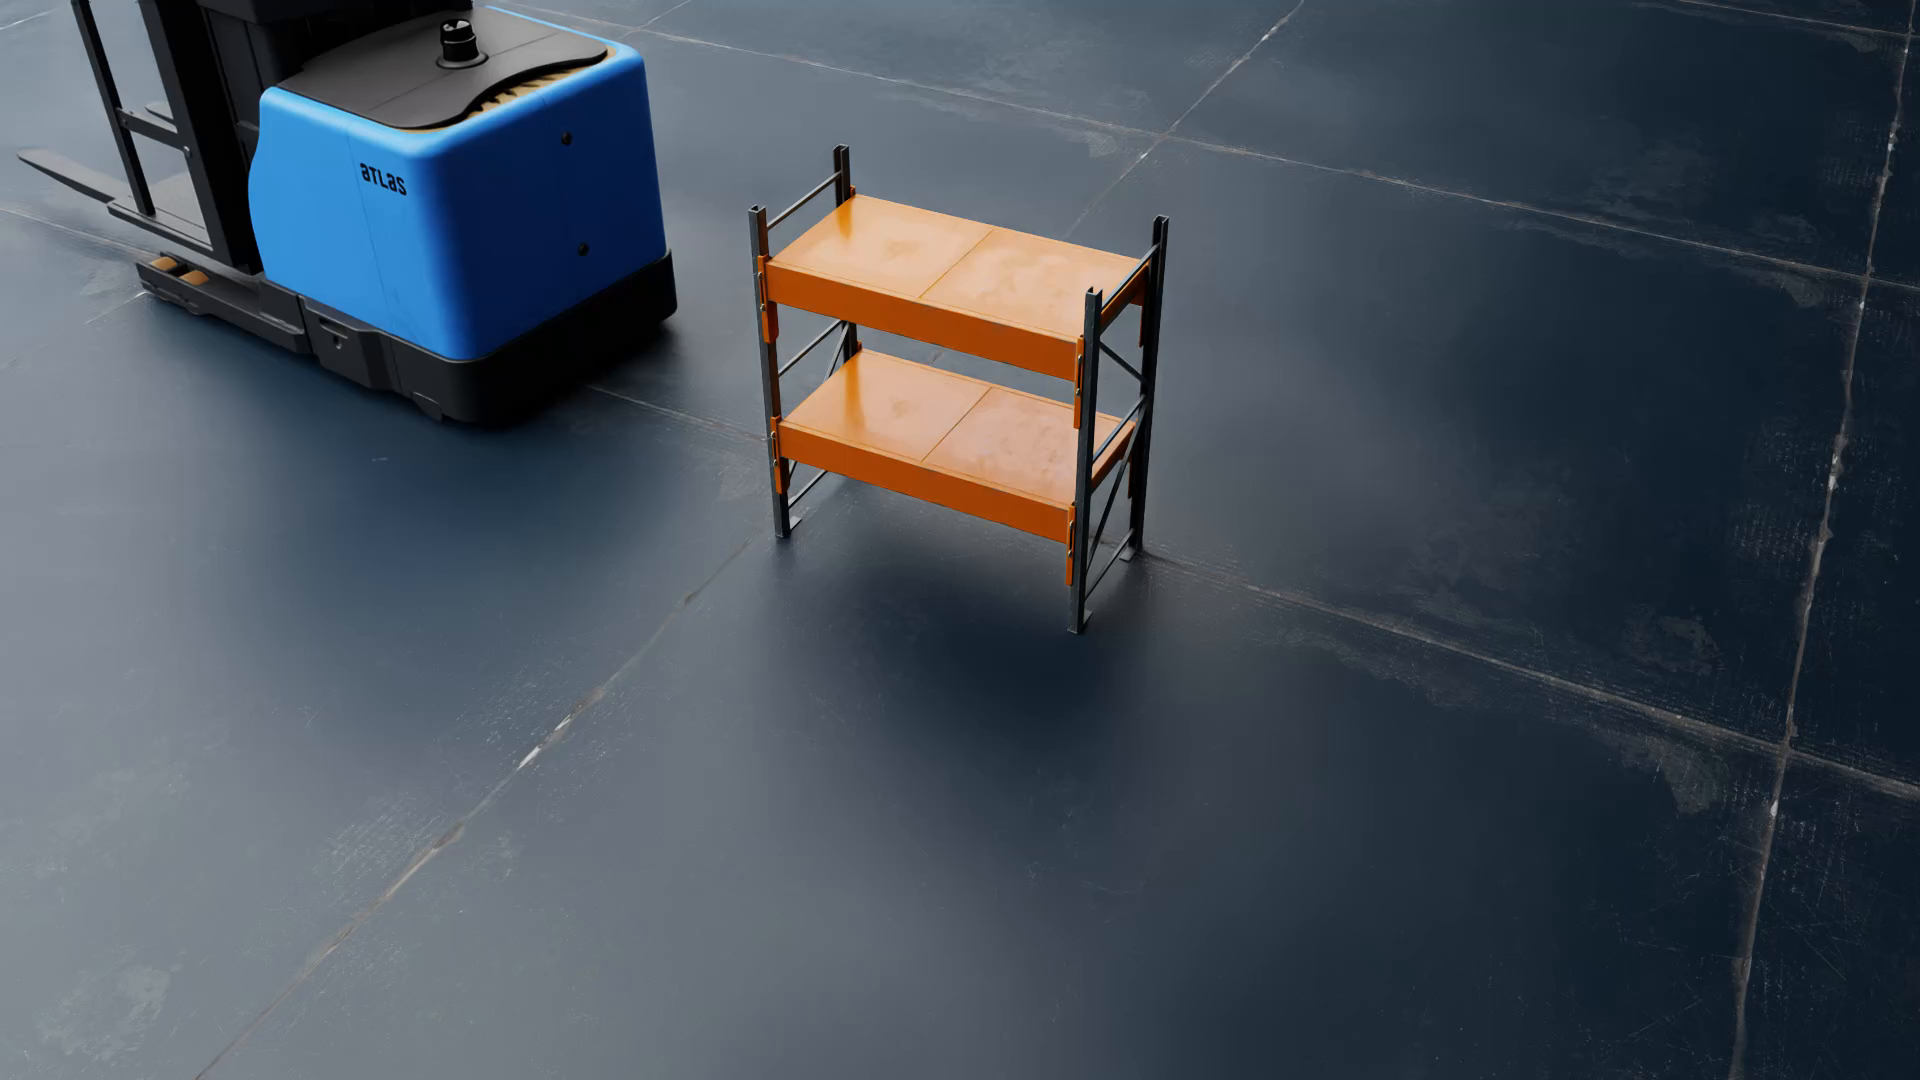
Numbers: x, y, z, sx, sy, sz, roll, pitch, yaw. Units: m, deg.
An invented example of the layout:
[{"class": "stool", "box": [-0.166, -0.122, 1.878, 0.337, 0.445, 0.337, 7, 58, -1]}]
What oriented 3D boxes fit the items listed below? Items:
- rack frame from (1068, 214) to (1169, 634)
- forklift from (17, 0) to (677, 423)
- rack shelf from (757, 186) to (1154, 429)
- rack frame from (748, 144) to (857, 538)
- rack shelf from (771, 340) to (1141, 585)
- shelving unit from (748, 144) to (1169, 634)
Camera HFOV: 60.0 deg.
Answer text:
[{"class": "rack frame", "box": [0.445, -0.309, 4.726, 0.032, 1.125, 0.500, 17, 41, 21]}, {"class": "forklift", "box": [-2.567, -2.268, 5.814, 3.031, 2.935, 1.130, 23, 43, 27]}, {"class": "rack shelf", "box": [-0.006, -0.683, 4.735, 1.000, 0.278, 0.538, 17, 41, 21]}, {"class": "rack frame", "box": [-0.457, -0.591, 5.099, 0.032, 1.125, 0.500, 17, 41, 21]}, {"class": "rack shelf", "box": [-0.006, -0.255, 5.060, 1.000, 0.278, 0.538, 17, 41, 21]}, {"class": "shelving unit", "box": [-0.006, -0.450, 4.912, 1.048, 1.125, 0.538, 17, 41, 21]}]
